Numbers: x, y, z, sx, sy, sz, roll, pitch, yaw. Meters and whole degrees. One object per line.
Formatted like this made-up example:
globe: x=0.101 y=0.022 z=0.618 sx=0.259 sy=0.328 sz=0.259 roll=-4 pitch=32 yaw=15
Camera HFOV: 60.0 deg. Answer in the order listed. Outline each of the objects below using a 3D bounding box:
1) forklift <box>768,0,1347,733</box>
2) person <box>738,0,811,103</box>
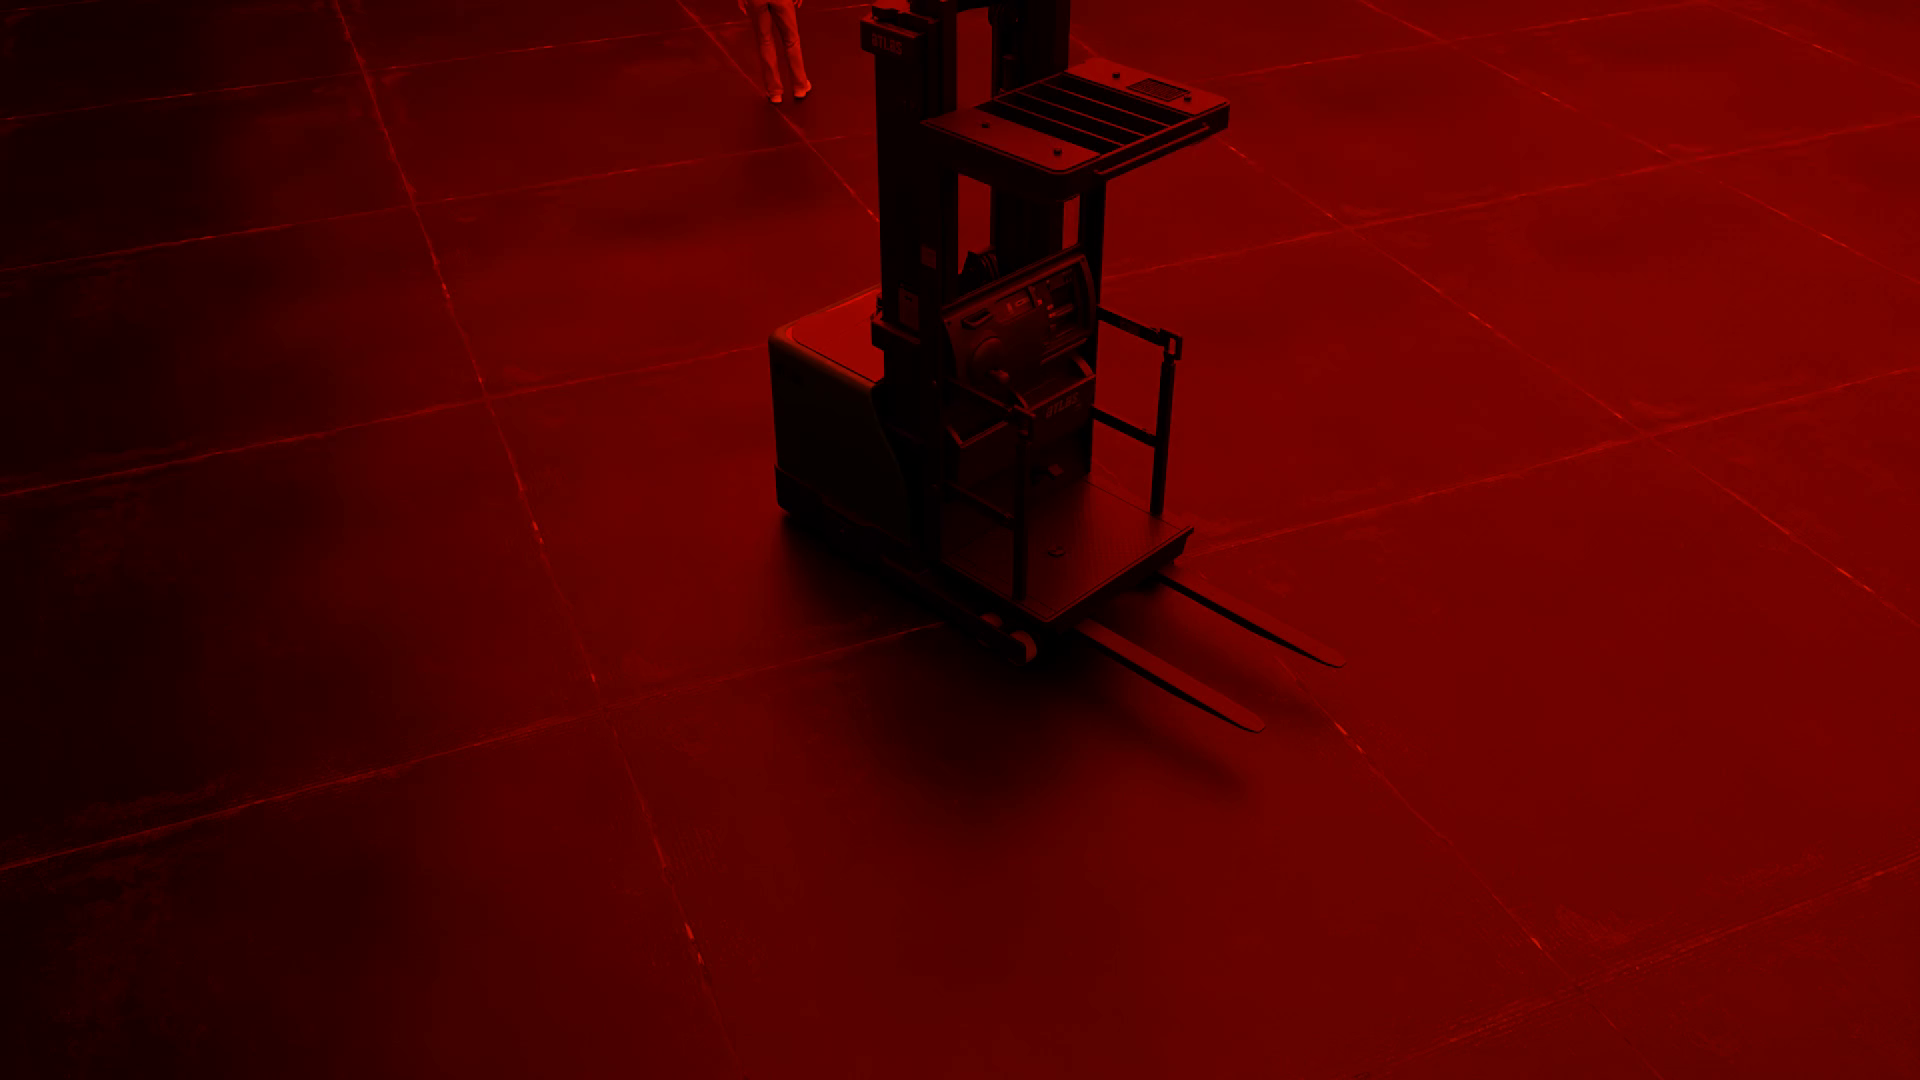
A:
forklift: x=0.432 y=-0.946 z=7.429 sx=3.031 sy=2.935 sz=1.130 roll=30 pitch=45 yaw=35
person: x=-1.510 y=-4.339 z=13.270 sx=0.550 sy=1.673 sz=0.548 roll=-2 pitch=35 yaw=-3
